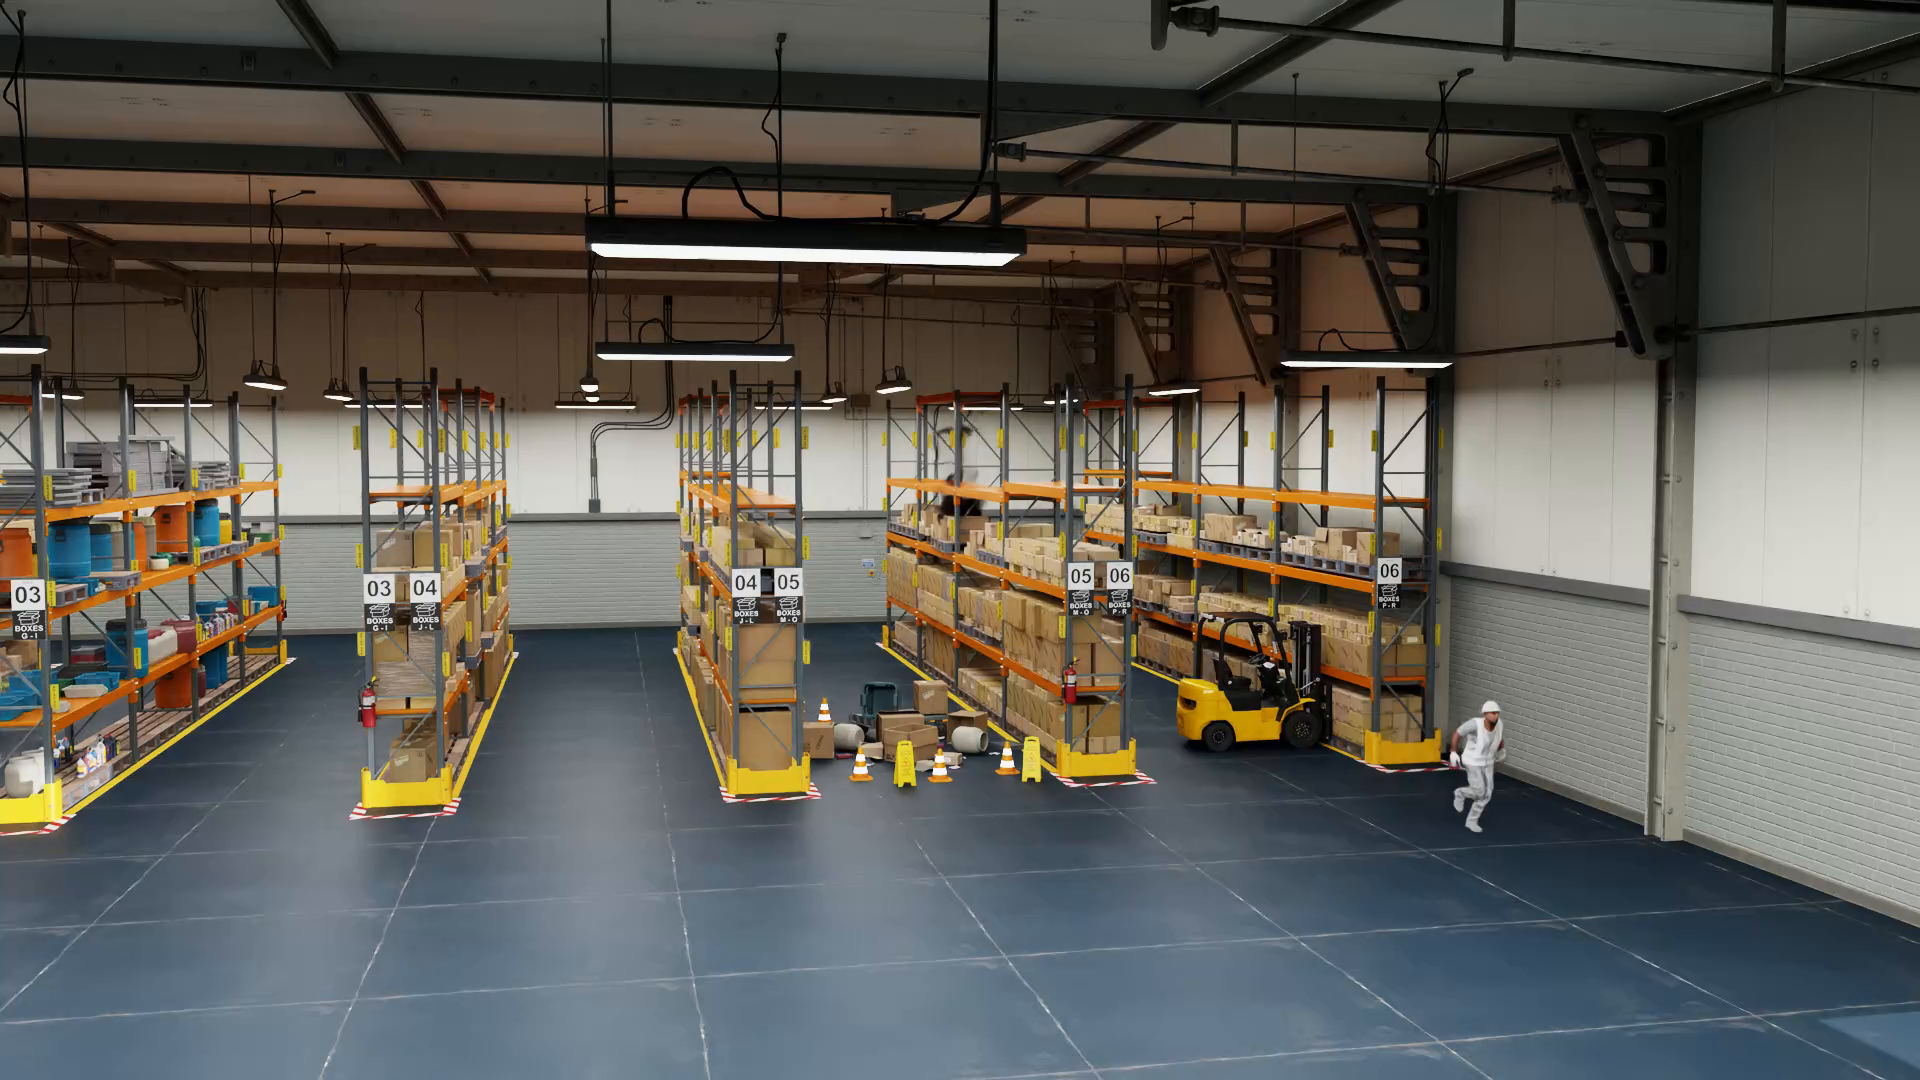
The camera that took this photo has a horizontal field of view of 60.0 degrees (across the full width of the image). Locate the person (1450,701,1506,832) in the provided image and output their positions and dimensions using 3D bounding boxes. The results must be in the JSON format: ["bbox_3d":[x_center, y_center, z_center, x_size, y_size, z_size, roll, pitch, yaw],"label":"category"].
[{"bbox_3d":[6.672,2.892,21.395,0.675,1.705,0.760,-2,4,-26],"label":"person"}]
